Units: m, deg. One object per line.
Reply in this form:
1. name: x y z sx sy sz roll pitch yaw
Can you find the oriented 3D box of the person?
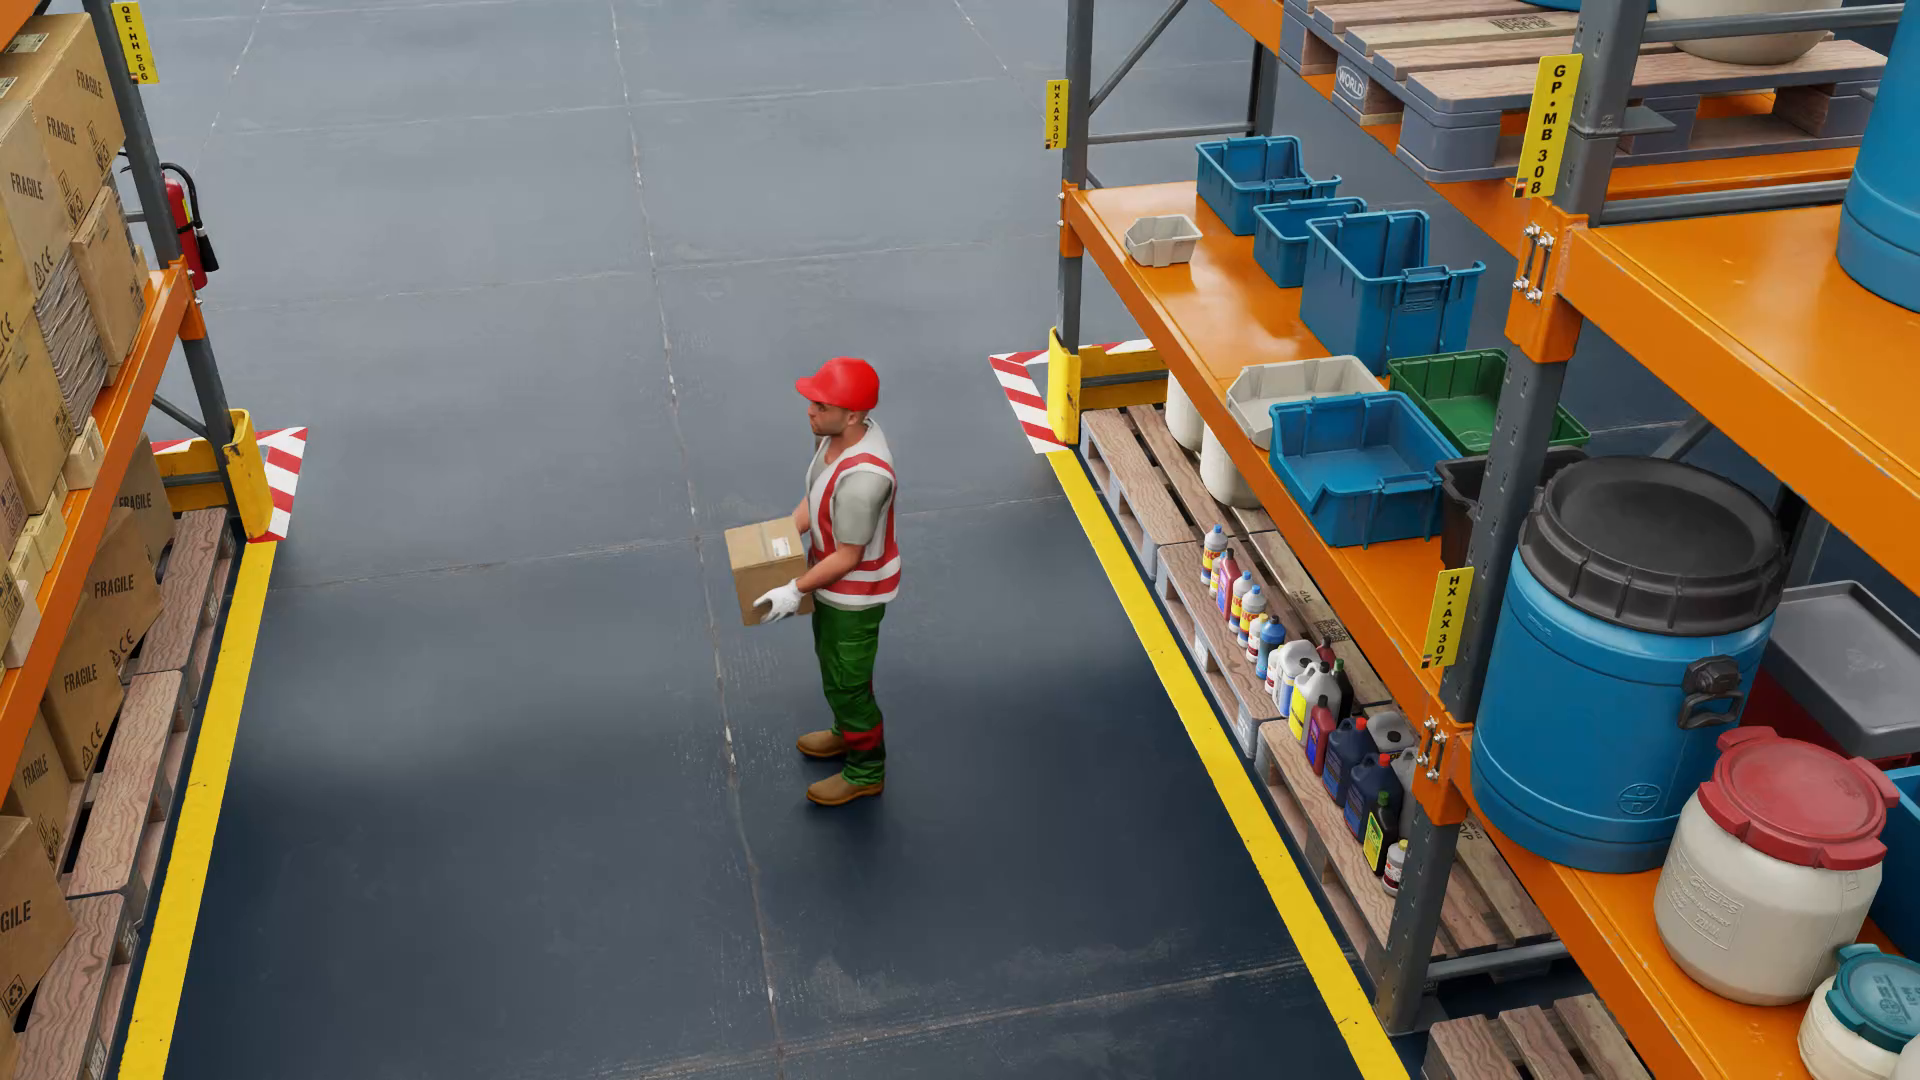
1. person: -0.481 0.165 5.873 0.529 1.794 0.524 -7 35 -11
